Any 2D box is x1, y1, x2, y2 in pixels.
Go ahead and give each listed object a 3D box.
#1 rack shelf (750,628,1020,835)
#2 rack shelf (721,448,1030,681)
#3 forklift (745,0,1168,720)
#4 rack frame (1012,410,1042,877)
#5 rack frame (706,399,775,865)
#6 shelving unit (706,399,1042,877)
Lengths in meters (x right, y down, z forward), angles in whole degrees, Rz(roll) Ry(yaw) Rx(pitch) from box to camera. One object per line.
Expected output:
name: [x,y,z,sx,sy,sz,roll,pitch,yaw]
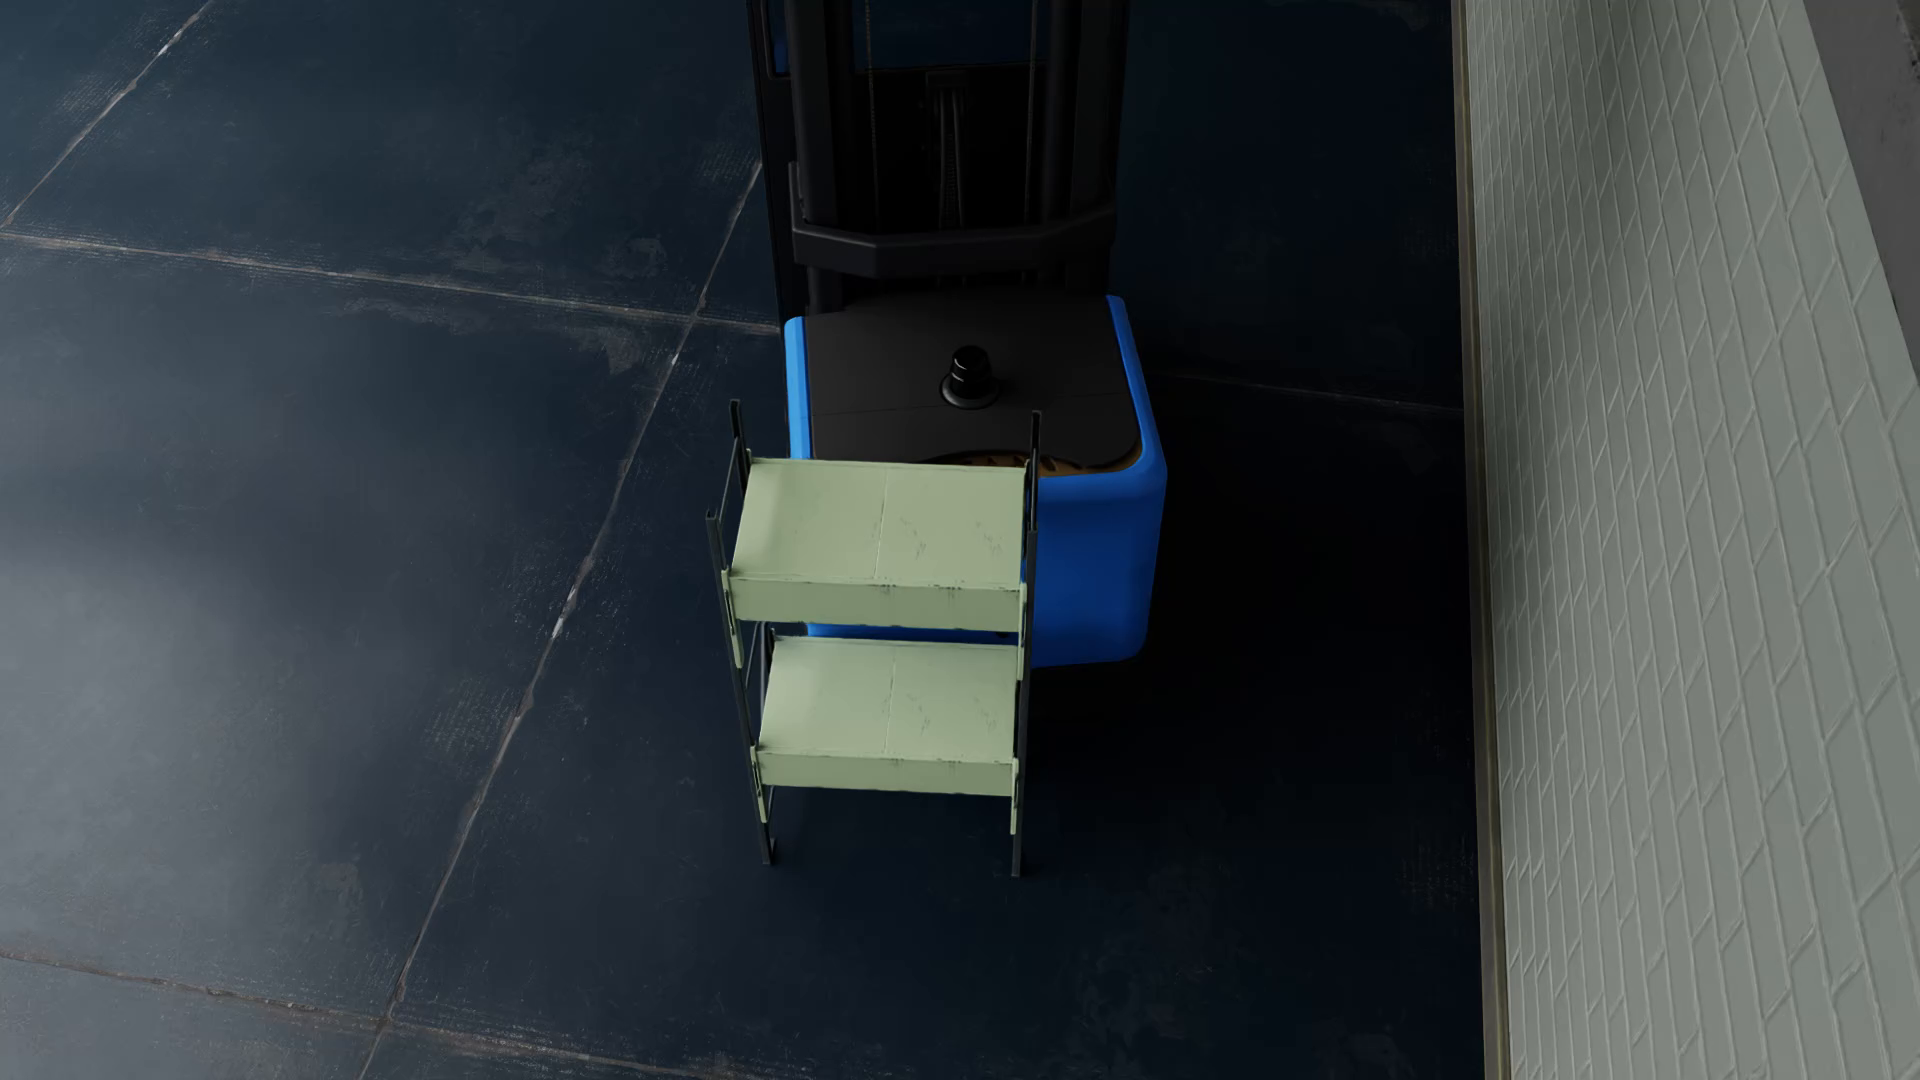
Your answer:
rack shelf: [-0.191,0.540,4.695,0.720,0.370,0.431,2,48,2]
rack shelf: [-0.191,0.061,4.162,0.720,0.370,0.431,2,48,2]
forklift: [-0.087,-1.487,5.116,1.130,2.935,3.031,-4,48,-4]
rack frame: [0.175,0.337,4.439,0.023,1.500,0.400,2,48,2]
rack frame: [-0.556,0.307,4.466,0.023,1.500,0.400,2,48,2]
shelving unit: [-0.191,0.322,4.453,0.755,1.500,0.431,2,48,2]
